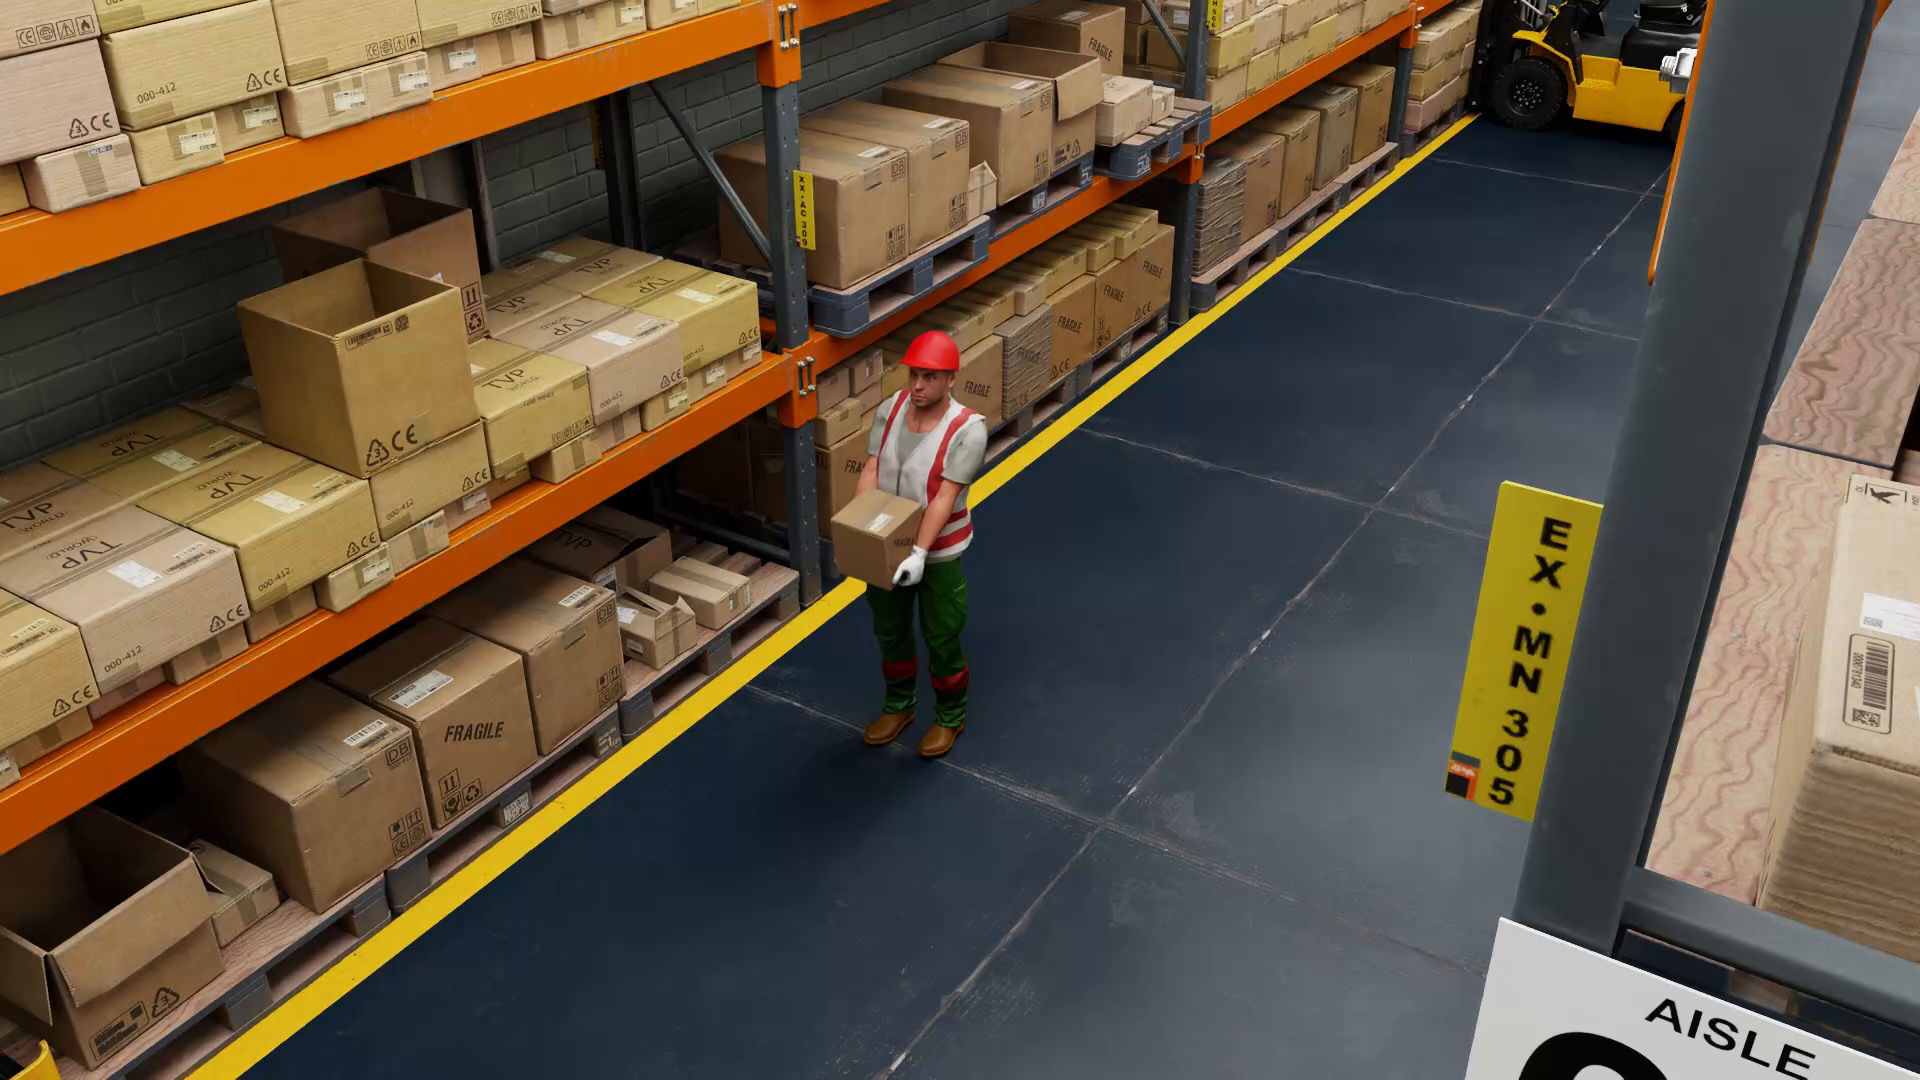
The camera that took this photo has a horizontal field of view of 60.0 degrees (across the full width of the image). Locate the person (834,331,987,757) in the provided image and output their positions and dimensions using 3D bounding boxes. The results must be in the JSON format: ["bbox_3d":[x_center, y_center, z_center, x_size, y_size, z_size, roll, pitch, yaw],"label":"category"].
[{"bbox_3d":[-0.195,0.066,6.498,0.494,1.783,0.559,18,35,28],"label":"person"}]
